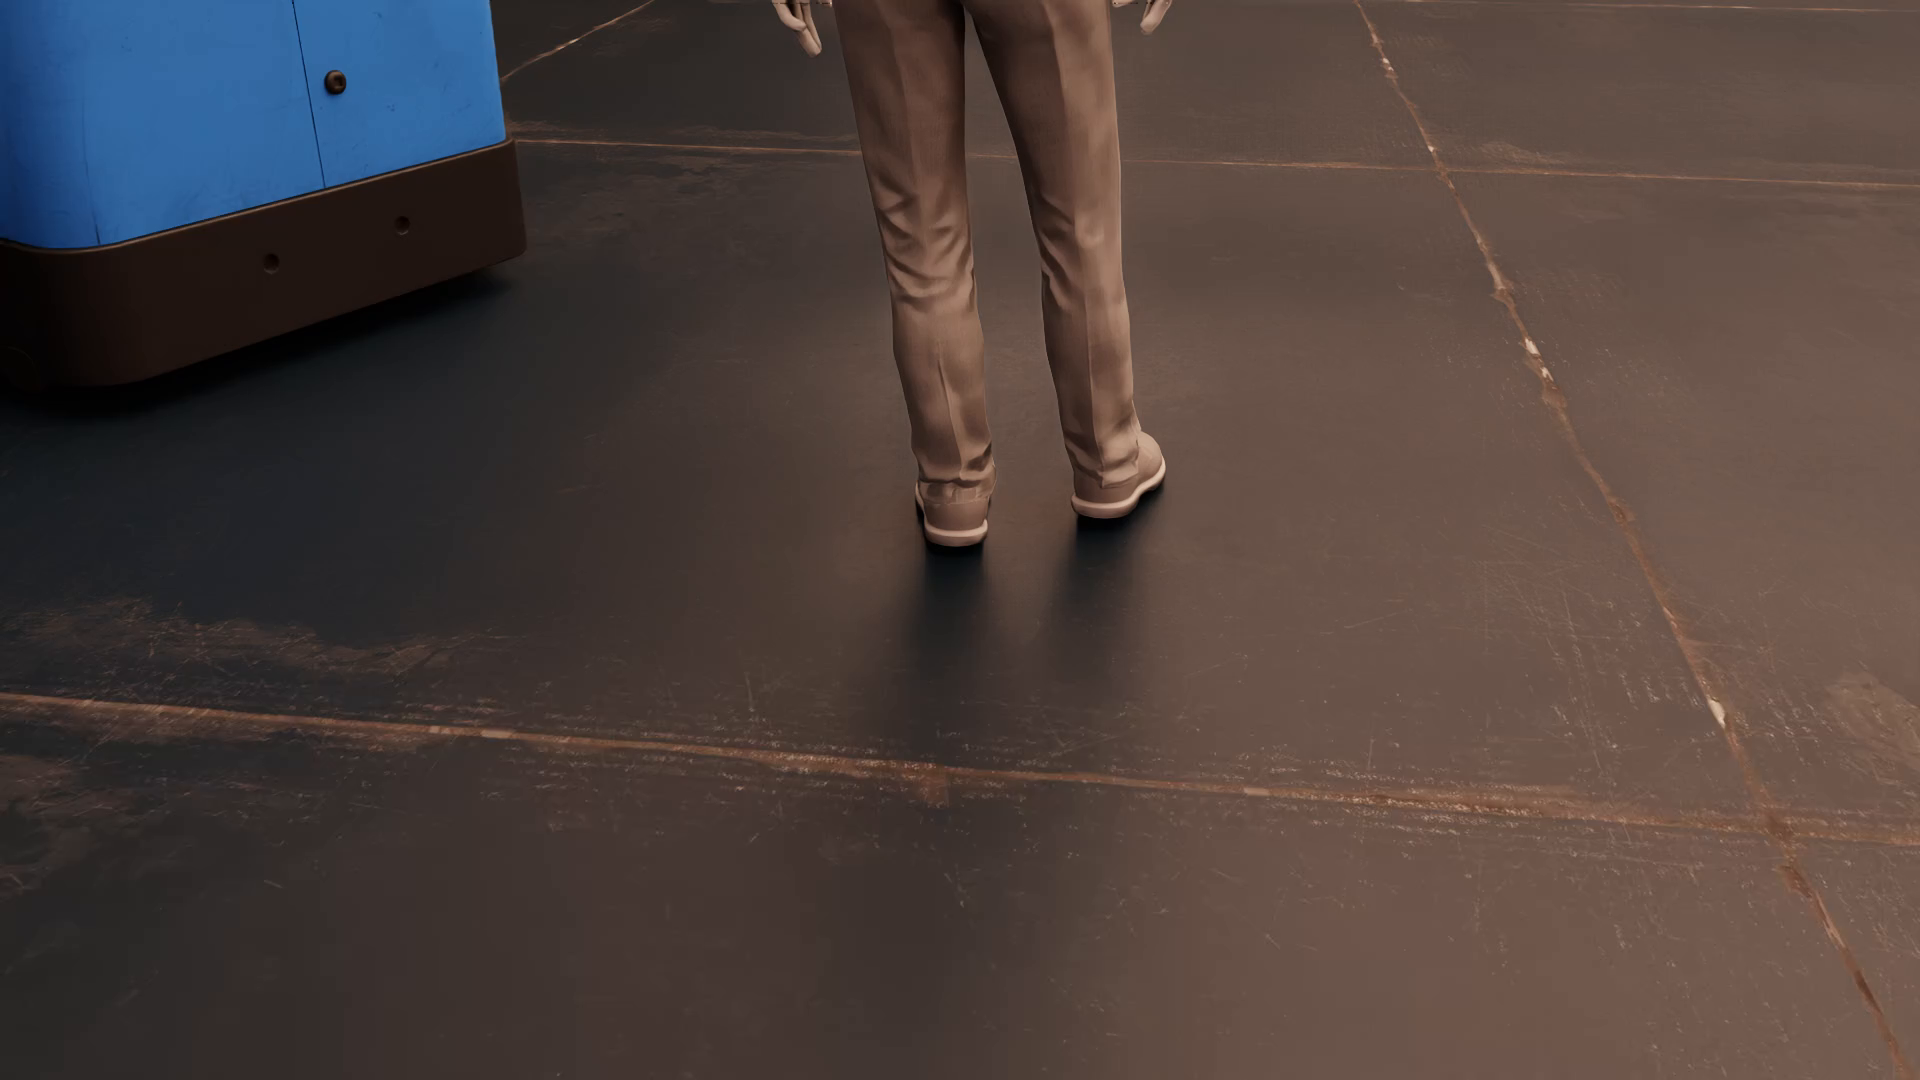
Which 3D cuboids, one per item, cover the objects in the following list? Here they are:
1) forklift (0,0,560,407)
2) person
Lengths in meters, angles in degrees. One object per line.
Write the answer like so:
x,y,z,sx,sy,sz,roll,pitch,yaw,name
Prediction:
-2.367,-2.031,3.289,3.031,2.935,1.130,16,31,29,forklift
0.016,-0.794,2.177,0.587,1.696,0.533,3,27,7,person
